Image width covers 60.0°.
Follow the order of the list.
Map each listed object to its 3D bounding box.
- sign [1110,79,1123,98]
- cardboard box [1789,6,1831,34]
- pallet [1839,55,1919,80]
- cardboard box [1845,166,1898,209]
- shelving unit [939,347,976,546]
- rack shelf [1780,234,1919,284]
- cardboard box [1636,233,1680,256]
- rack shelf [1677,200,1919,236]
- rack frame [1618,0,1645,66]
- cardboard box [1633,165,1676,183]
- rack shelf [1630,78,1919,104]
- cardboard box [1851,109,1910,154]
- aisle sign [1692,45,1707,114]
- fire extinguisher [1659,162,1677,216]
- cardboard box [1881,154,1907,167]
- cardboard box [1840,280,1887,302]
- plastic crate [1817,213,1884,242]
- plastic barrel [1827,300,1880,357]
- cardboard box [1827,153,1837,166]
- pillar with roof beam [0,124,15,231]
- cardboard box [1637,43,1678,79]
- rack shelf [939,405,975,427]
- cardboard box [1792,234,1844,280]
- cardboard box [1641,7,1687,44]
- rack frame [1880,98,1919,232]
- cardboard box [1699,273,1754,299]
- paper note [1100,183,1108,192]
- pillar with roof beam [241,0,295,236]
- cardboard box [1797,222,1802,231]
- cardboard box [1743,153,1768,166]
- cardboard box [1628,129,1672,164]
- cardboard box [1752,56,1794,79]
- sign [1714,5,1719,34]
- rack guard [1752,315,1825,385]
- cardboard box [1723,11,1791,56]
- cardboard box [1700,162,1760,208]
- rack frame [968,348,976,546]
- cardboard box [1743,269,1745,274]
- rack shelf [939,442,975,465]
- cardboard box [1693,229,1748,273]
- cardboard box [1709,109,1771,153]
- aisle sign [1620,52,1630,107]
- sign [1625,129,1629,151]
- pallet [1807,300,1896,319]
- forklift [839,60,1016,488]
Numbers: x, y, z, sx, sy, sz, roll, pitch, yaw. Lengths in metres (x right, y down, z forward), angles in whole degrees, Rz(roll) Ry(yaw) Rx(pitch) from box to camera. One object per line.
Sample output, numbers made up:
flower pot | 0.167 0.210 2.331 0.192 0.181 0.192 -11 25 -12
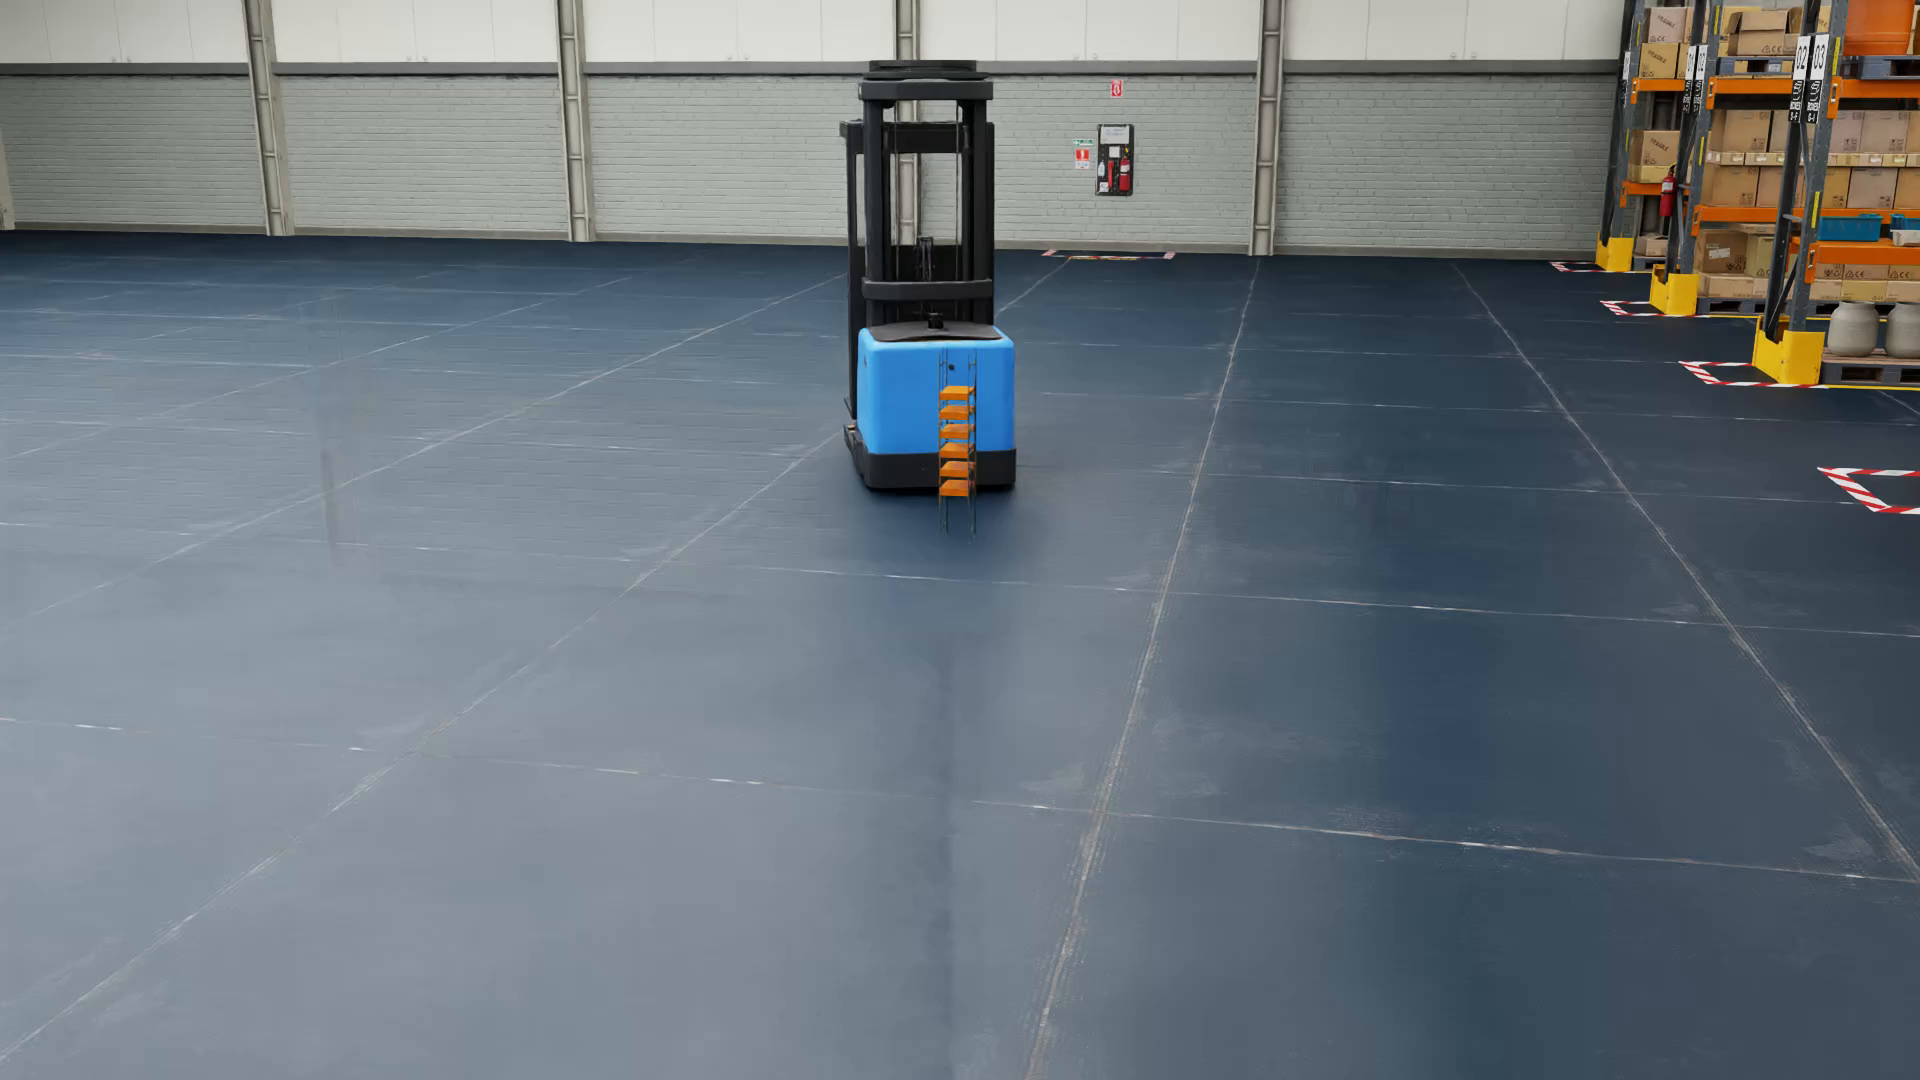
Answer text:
sign | 2.585 -7.454 27.441 0.199 0.298 0.001 3 16 11
cardboard box | 12.330 -7.441 24.017 0.500 0.500 0.500 3 16 9
pallet | 8.825 -4.354 15.327 1.213 0.211 1.003 3 16 11
cardboard box | 10.997 -4.303 20.221 0.500 0.500 0.700 4 16 13
shelving unit | -0.014 -0.579 10.335 0.189 1.200 0.258 3 16 11
rack shelf | 9.994 -2.616 15.665 4.000 0.370 1.077 3 16 11
cardboard box | 10.668 -4.517 25.392 0.500 0.311 0.500 1 16 5
rack shelf | 10.984 -3.912 20.343 4.000 0.370 1.077 3 16 11
rack frame | 10.008 -8.552 24.509 0.127 3.000 1.000 3 16 11
cardboard box | 10.423 -5.489 24.933 0.500 0.250 0.500 3 16 9
rack shelf | 11.968 -6.653 24.621 4.000 0.370 1.077 3 16 11
cardboard box | 11.033 -4.928 20.044 0.500 0.500 0.700 3 16 11
aisle sign | 8.899 -5.541 20.007 0.004 0.787 0.394 3 16 11
fire extinguisher | 9.001 -4.455 21.102 0.183 0.674 0.296 3 16 11
cardboard box | 11.130 -4.553 19.906 0.250 0.149 0.380 4 16 13
cardboard box | 10.975 -3.075 20.339 0.500 0.250 0.500 3 16 11
plastic crate | 8.584 -3.049 16.160 0.616 0.251 0.499 3 16 11
plastic barrel | 8.694 -2.058 16.175 0.421 0.512 0.421 0 15 0
cardboard box | 10.378 -4.594 20.055 0.250 0.149 0.380 3 16 9
pillar with roof beam | -19.390 -9.211 26.887 0.400 9.000 9.100 3 16 11
cardboard box | 10.286 -7.081 24.593 0.500 0.500 0.500 4 16 13
rack shelf | -0.014 -0.767 10.282 0.180 0.103 0.258 3 16 11
cardboard box | 10.489 -3.468 20.350 0.500 0.500 0.500 3 16 11
cardboard box | 10.337 -7.562 24.456 0.500 0.500 0.500 2 16 7
rack frame | 13.928 -5.448 24.541 0.127 3.000 1.000 3 16 11
cardboard box | 9.506 -3.155 20.628 0.500 0.250 0.500 3 16 11
paper note | 2.413 -5.914 27.872 0.142 0.148 0.016 3 16 11
pillar with roof beam | -13.510 -8.892 25.735 0.400 9.000 9.100 3 16 11
cardboard box | 12.903 -4.500 24.978 0.500 0.500 0.500 2 16 7
cardboard box | 9.625 -4.635 20.204 0.250 0.149 0.380 3 16 10
cardboard box | 10.512 -5.990 25.337 0.500 0.500 0.500 3 16 10
cardboard box | 11.844 -6.994 24.277 0.500 0.500 0.500 4 16 15
sign | 8.908 -6.125 19.580 0.005 0.325 0.100 3 16 11
rack guard | 8.118 -1.873 16.317 0.348 0.500 1.175 3 16 11
cardboard box | 9.587 -6.098 20.027 0.637 0.503 0.797 4 16 15
cardboard box | 9.479 -4.385 20.515 0.500 0.500 0.700 3 16 11
rack frame | 0.075 -0.574 10.317 0.006 1.200 0.240 3 16 11
cardboard box | 10.101 -3.267 21.033 0.500 0.250 0.500 3 16 11
rack shelf | -0.014 -0.536 10.346 0.180 0.103 0.258 3 16 11
cardboard box | 9.609 -3.653 21.019 0.500 0.500 0.500 3 16 11
cardboard box | 9.531 -5.007 20.332 0.500 0.500 0.700 3 16 11
aisle sign | 9.878 -6.839 24.693 0.004 0.787 0.394 3 16 11
sign | 9.900 -5.936 24.681 0.005 0.325 0.100 3 16 11
pallet | 10.974 -2.926 20.659 1.213 0.211 1.003 3 16 11
forklift | -0.324 -2.116 12.641 1.130 2.935 3.031 -2 16 -8
